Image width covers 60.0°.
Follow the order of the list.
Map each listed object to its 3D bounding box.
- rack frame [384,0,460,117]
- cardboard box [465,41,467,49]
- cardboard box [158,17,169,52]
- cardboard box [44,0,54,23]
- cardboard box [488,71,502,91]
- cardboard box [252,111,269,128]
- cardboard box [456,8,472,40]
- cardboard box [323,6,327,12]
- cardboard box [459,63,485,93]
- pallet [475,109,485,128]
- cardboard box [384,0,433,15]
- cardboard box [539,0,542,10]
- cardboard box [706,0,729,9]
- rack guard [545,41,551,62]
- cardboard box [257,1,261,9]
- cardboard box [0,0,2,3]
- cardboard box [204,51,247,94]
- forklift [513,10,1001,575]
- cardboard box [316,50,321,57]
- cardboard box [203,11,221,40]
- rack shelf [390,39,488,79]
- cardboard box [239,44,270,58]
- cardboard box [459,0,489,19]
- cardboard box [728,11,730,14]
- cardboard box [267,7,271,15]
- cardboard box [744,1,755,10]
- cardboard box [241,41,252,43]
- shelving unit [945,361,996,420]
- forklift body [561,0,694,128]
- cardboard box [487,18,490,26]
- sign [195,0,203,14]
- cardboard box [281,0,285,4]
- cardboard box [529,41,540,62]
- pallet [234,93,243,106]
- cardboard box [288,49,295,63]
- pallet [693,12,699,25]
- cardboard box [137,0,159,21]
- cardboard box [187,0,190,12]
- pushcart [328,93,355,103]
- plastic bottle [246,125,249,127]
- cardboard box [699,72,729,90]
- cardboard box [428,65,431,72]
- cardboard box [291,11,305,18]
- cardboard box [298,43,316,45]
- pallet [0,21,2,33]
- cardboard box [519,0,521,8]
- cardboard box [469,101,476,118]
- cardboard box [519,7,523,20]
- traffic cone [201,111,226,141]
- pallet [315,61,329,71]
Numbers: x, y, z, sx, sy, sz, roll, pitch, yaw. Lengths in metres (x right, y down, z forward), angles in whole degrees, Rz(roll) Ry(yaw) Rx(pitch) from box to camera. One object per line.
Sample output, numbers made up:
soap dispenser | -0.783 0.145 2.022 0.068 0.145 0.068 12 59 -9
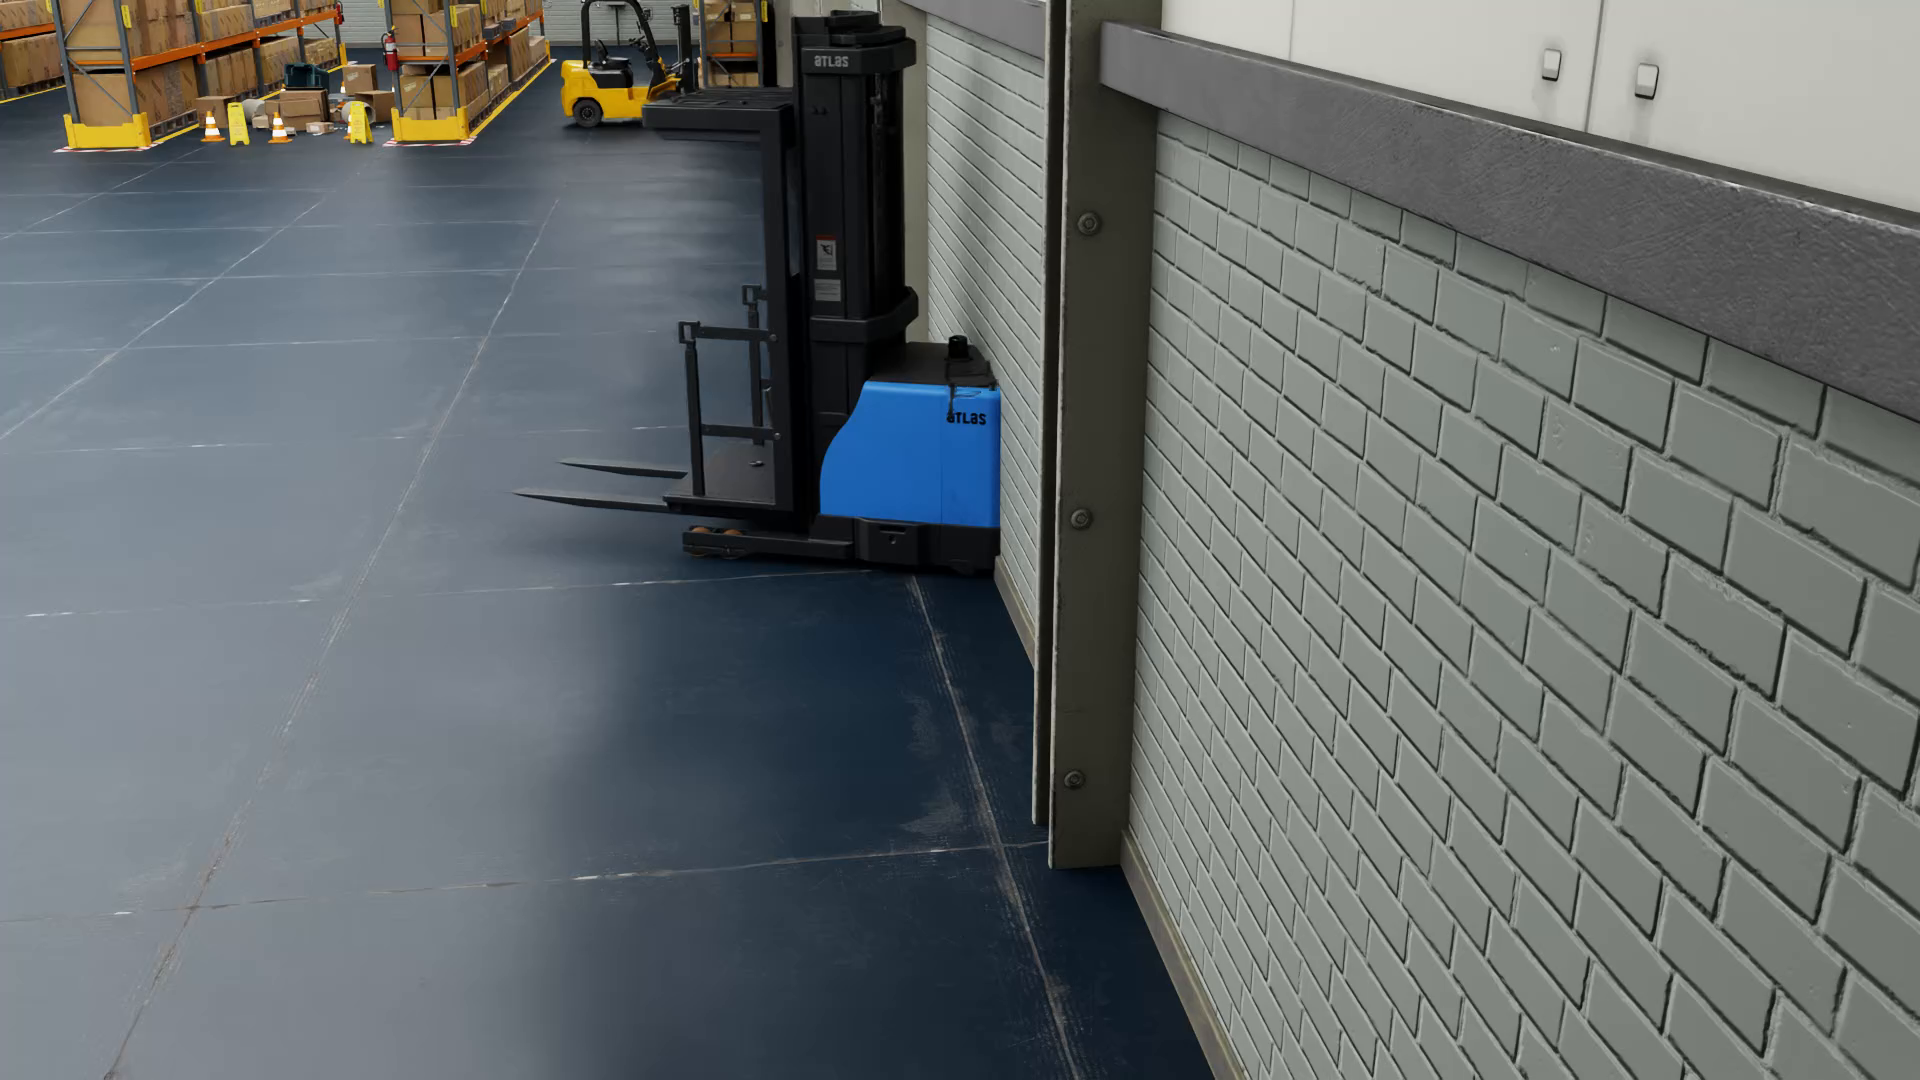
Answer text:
rack frame | -8.692 -7.995 26.835 1.000 3.000 0.127 -3 21 -8
cardboard box | -8.712 -8.547 28.673 0.380 0.149 0.250 -3 21 -9
cardboard box | -13.848 -8.478 27.913 0.875 0.550 0.500 -3 21 -8
cardboard box | -19.826 -11.377 35.747 0.500 0.500 0.500 -2 21 -6
cardboard box | -9.555 -9.016 32.725 0.950 0.372 0.625 -2 21 -6
cardboard box | -12.082 -7.312 28.914 0.396 0.266 0.258 1 20 2
cardboard box | -8.719 -8.890 28.664 0.500 0.500 0.500 -3 21 -9
cardboard box | -15.446 -12.772 39.985 0.380 0.149 0.250 -2 21 -6
cardboard box | -8.842 -8.272 29.836 0.500 0.500 0.500 -3 21 -7
pallet | -8.957 -7.420 29.280 1.003 0.211 1.213 -3 21 -8
cardboard box | -8.981 -8.815 27.034 0.700 0.500 0.500 -3 21 -9
cardboard box | -10.667 -13.428 41.238 0.500 0.500 0.500 -3 21 -7
cardboard box | -4.134 -9.113 28.333 0.380 0.149 0.250 -3 21 -7
rack guard | -11.002 -12.372 42.127 1.175 0.500 0.348 -3 21 -8
cardboard box | -14.683 -11.062 34.381 0.380 0.149 0.250 -4 21 -9
cardboard box | -19.741 -11.036 33.400 0.797 0.503 0.637 -2 21 -6
cardboard box | -14.601 -9.105 32.422 1.050 0.750 0.750 -3 21 -7
forklift | -1.096 -1.435 9.369 3.031 2.935 1.130 5 21 12
cardboard box | -15.263 -11.454 39.144 0.380 0.149 0.250 -3 21 -8
cardboard box | -14.035 -9.512 30.755 0.500 0.500 0.500 -3 21 -7
rack shelf | -8.980 -8.350 28.815 1.077 0.370 4.000 -3 21 -8
cardboard box | -14.588 -10.108 34.393 0.500 0.250 0.500 -4 21 -10
cardboard box | -9.052 -9.940 30.873 0.500 0.500 0.500 -2 21 -6
cardboard box | -4.025 -9.536 30.819 0.500 0.500 0.500 -3 21 -8
cardboard box | -14.787 -11.183 35.130 0.380 0.149 0.250 -3 21 -7
cardboard box | -3.594 -8.959 27.921 0.380 0.149 0.250 -2 21 -6
cardboard box | -15.228 -10.432 35.260 0.500 0.250 0.500 -2 21 -6
shelving unit | 0.028 -0.429 9.166 0.258 1.200 0.189 -3 41 -8
forklift body | -5.859 -8.414 29.169 2.313 2.155 1.214 -3 21 -8
cardboard box | -9.063 -9.753 31.301 0.380 0.149 0.250 -2 21 -7
sign | -13.603 -9.566 29.692 0.100 0.325 0.005 -3 21 -8
cardboard box | -14.981 -11.778 36.299 0.380 0.149 0.250 -2 21 -5
cardboard box | -10.535 -11.679 39.760 0.875 0.438 0.875 -4 21 -9
pallet | -14.517 -8.476 32.107 1.003 0.211 1.213 -3 21 -8
cardboard box | -14.876 -10.470 36.433 0.500 0.500 0.500 -3 21 -9
pallet | -5.101 -11.158 35.577 1.213 0.211 1.003 -3 21 -8
cardboard box | -13.707 -8.803 27.242 0.875 0.550 0.550 -3 21 -8
cardboard box | -14.229 -9.782 30.048 0.700 0.500 0.500 -3 21 -9
pushcart | -11.517 -8.019 30.647 1.648 0.377 0.936 -11 23 -26
plastic bottle | -12.484 -7.167 28.818 0.283 0.061 0.133 -11 23 -26
cardboard box | -4.155 -7.767 28.126 0.500 0.250 0.500 -2 21 -6
cardboard box | -9.218 -8.034 28.270 0.380 0.149 0.250 -3 21 -7
cardboard box | -15.022 -11.862 37.548 0.380 0.149 0.250 -2 21 -6
cardboard box | -15.353 -11.590 39.084 0.380 0.149 0.250 -4 21 -10
pallet | -19.443 -9.934 32.300 1.213 0.211 1.003 -3 21 -8
cardboard box | -9.957 -11.822 36.580 0.500 0.250 0.500 -2 21 -6
cardboard box | -8.600 -7.374 28.502 0.500 0.250 0.500 -2 21 -6
cardboard box | -10.035 -11.760 37.131 0.500 0.250 0.500 -3 21 -9
traffic cone | -12.247 -6.777 27.201 0.336 0.463 0.334 -3 21 -8
pallet | -15.616 -11.213 39.436 1.003 0.211 1.213 -3 21 -8
